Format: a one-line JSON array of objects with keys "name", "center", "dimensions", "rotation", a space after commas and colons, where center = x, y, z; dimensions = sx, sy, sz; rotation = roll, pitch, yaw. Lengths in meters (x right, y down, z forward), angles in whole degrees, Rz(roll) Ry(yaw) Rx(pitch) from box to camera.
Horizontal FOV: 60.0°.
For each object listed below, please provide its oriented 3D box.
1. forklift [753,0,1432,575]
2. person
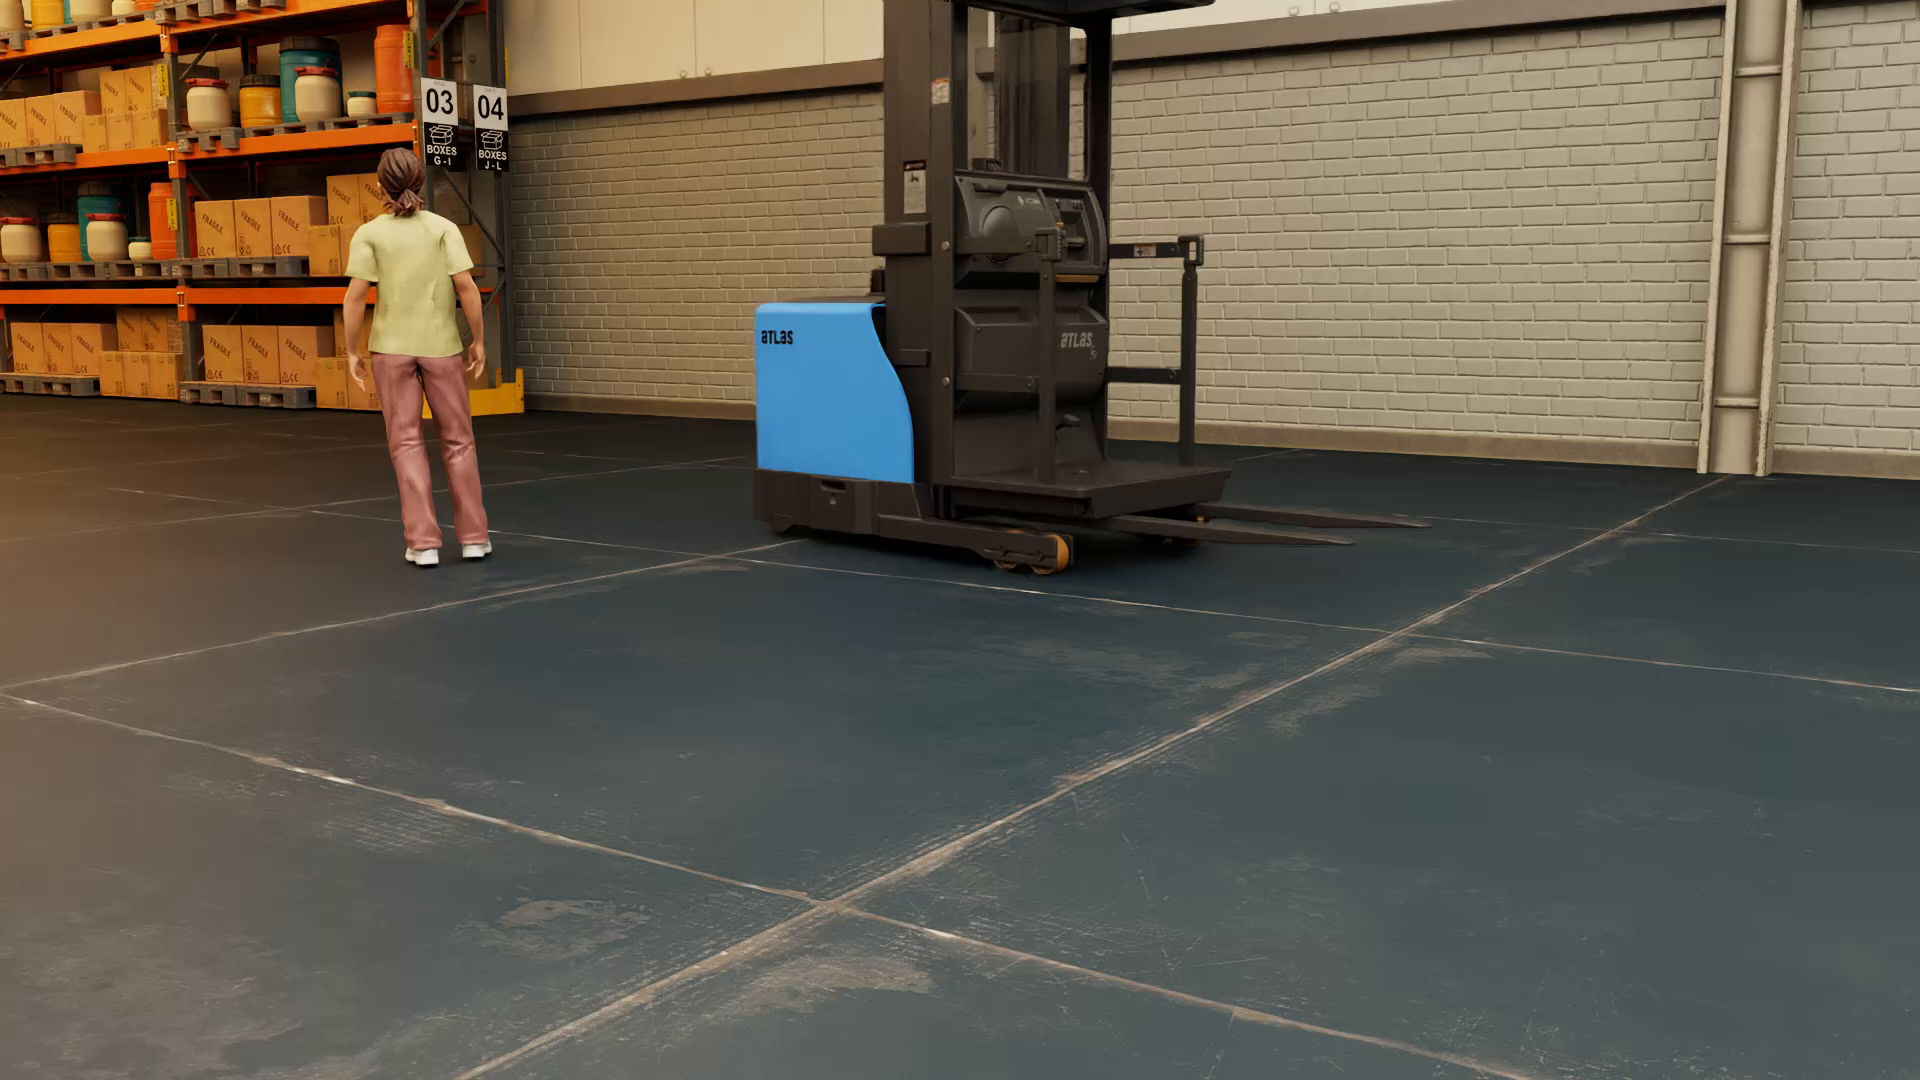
[{"name": "forklift", "center": [0.472, -1.394, 6.993], "dimensions": [3.031, 2.935, 1.130], "rotation": [7, 11, 41]}, {"name": "person", "center": [-2.216, -0.738, 6.796], "dimensions": [0.551, 1.674, 0.550], "rotation": [-3, 9, -19]}]
